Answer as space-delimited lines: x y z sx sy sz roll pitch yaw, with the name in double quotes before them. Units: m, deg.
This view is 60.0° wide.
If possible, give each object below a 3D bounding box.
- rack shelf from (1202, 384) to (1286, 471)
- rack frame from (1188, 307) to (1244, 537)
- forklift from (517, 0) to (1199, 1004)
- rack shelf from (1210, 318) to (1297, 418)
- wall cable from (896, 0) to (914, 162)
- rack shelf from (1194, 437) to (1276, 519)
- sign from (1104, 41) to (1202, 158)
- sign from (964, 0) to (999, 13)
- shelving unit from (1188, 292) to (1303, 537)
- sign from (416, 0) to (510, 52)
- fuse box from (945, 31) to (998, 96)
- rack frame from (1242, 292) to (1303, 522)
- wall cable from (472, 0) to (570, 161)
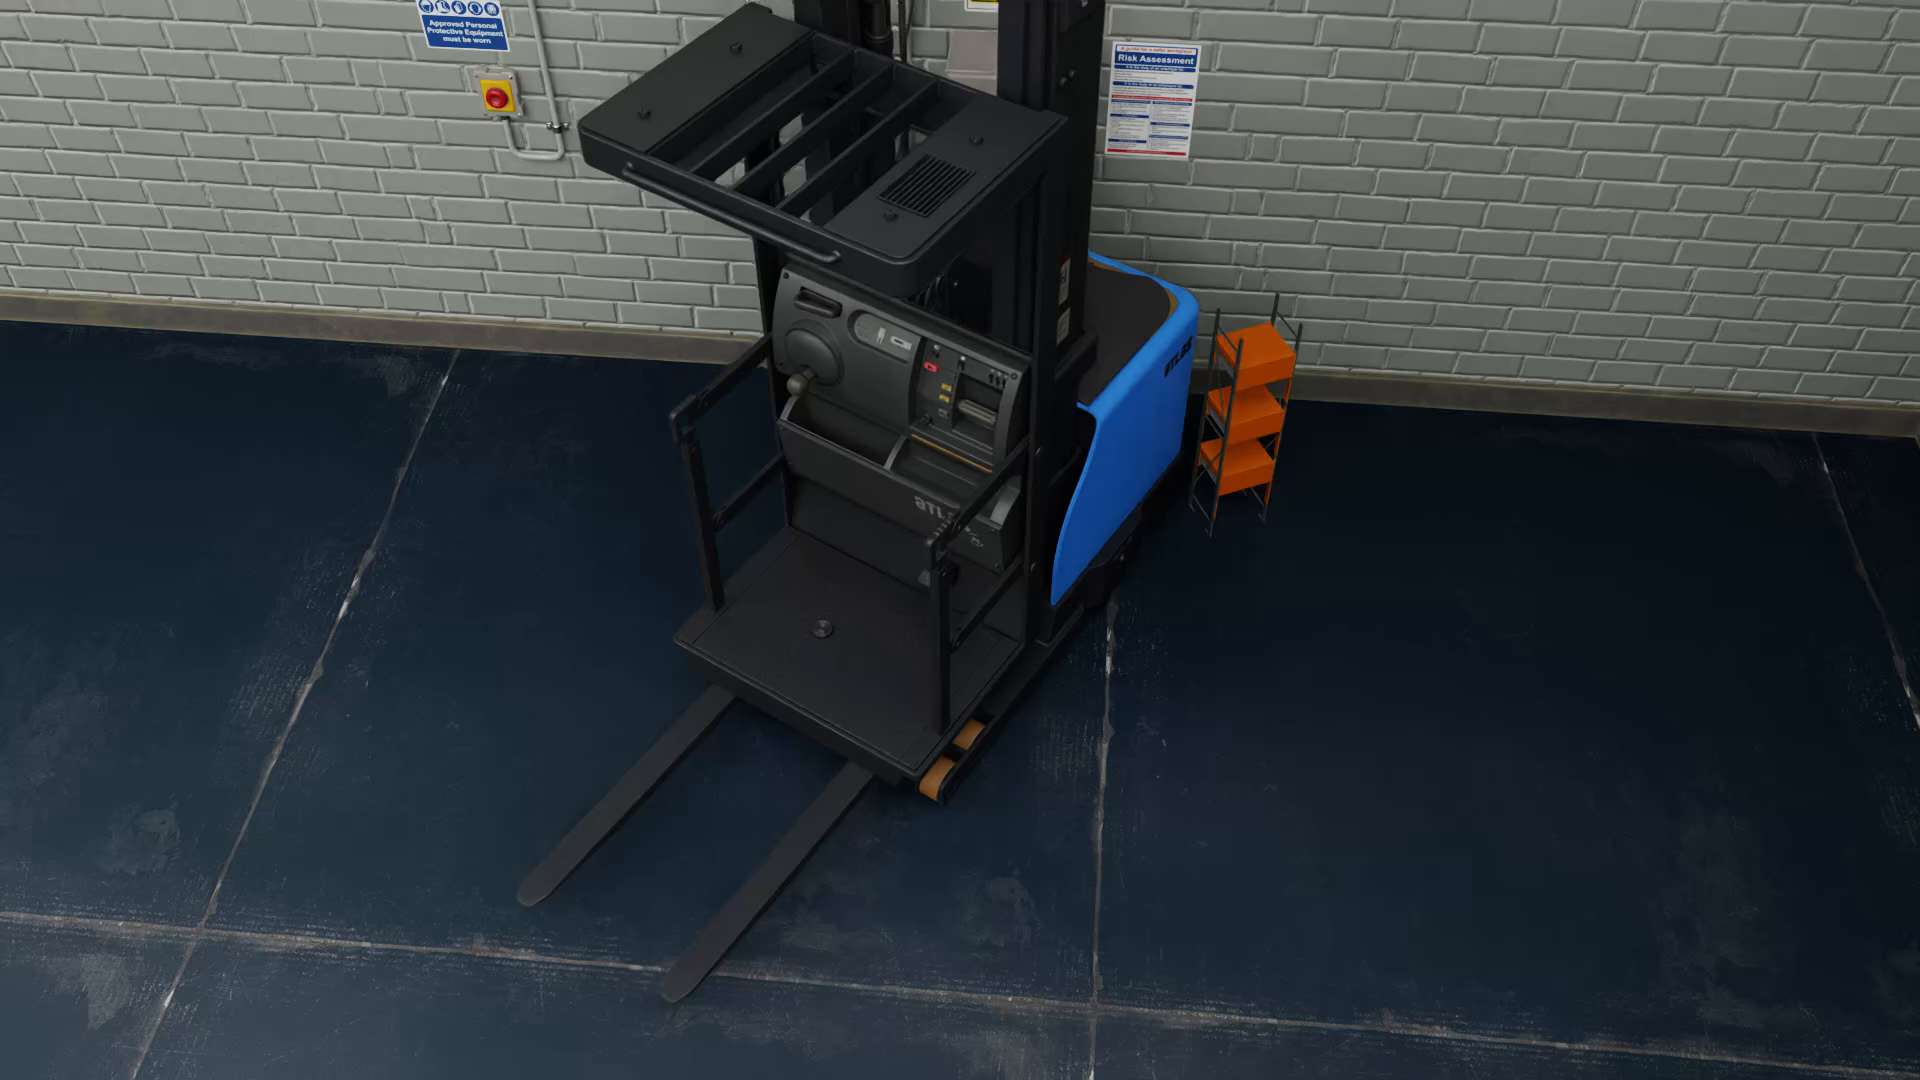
"rack shelf" 1.101 -0.460 6.500 0.240 0.259 0.215 -15 49 -14
"rack frame" 0.987 -0.436 6.463 0.008 1.050 0.200 -15 49 -14
"forklift" -0.329 -0.466 5.216 1.130 2.935 3.031 26 53 22
"rack shelf" 1.101 -0.652 6.290 0.240 0.259 0.215 -15 49 -14
"wall cable" -0.446 -2.090 5.966 0.588 1.984 0.122 4 48 4
"rack shelf" 1.101 -0.272 6.705 0.240 0.259 0.215 -15 49 -14
"sign" 0.730 -1.672 6.337 0.329 0.494 0.001 4 48 4
"sign" 0.183 -2.020 6.031 0.339 0.242 0.001 4 48 4
"shelving unit" 1.101 -0.467 6.492 0.252 1.050 0.215 -15 49 -14
"sign" -1.902 -1.973 6.365 0.327 0.218 0.001 4 48 4
"fuse box" 0.219 -1.150 6.668 0.539 1.711 0.414 4 48 4
"rack frame" 1.215 -0.499 6.521 0.008 1.050 0.200 -15 49 -14
"wall cable" -1.860 -2.187 6.034 0.585 1.953 0.123 4 48 4
